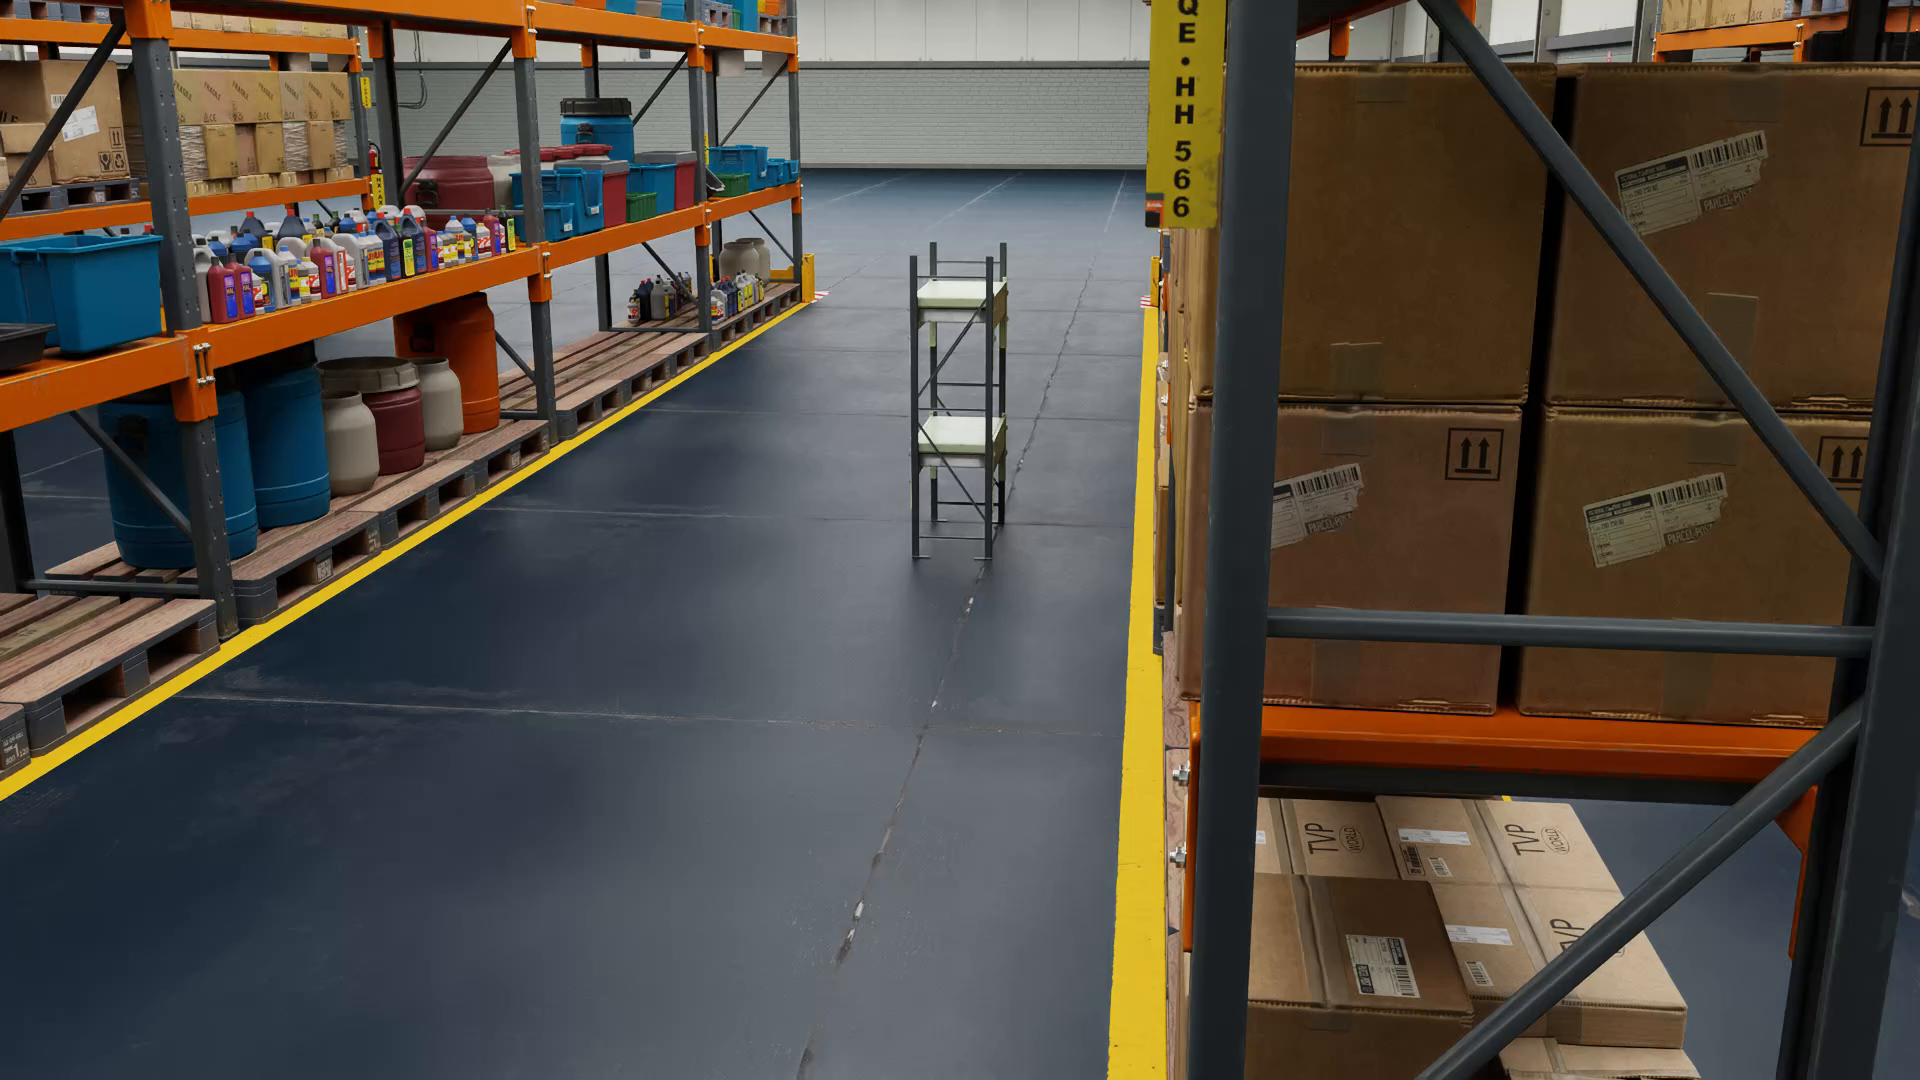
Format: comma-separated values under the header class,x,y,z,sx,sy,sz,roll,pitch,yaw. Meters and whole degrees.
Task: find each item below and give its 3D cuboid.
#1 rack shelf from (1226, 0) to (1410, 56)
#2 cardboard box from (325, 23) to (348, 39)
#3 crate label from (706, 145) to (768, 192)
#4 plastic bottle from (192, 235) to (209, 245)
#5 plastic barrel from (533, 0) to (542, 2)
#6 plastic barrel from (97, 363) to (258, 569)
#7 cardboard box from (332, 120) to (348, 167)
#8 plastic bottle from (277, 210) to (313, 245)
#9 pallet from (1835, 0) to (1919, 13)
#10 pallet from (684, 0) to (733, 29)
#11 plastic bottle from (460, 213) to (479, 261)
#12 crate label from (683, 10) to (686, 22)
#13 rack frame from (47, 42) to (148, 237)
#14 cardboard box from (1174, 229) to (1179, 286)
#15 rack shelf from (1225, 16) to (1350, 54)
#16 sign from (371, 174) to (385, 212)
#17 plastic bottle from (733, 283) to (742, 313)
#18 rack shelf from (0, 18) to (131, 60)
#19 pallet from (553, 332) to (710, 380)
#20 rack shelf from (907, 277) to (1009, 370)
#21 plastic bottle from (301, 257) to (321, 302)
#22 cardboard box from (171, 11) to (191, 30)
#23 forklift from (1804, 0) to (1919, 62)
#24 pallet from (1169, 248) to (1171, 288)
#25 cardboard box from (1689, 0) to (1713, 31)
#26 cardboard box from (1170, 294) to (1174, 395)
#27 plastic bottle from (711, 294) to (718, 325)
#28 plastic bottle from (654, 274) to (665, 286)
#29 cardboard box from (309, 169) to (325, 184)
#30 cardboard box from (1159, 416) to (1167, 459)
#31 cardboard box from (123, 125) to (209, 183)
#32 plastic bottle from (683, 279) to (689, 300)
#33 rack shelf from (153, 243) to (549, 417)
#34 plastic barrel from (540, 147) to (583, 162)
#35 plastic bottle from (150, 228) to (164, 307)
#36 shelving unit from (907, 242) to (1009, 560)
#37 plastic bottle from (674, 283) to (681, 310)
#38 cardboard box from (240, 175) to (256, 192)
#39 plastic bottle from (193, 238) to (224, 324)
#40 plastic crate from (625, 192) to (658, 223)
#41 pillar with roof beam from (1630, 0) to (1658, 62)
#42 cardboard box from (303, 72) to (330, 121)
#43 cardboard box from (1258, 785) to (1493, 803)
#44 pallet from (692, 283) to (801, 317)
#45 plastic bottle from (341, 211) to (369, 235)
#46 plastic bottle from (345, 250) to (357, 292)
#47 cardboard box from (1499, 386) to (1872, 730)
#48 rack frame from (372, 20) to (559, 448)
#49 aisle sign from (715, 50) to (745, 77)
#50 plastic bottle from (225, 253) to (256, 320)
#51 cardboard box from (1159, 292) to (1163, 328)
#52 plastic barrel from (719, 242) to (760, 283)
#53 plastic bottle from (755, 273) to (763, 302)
class,x,y,z,sx,sy,sz,roll,pitch,yaw
rack shelf,1.535,-2.517,7.856,1.077,0.370,4.000,2,15,6
cardboard box,-6.981,-5.546,17.966,0.500,0.250,0.500,2,15,8
crate label,-2.196,-3.689,16.489,0.502,0.435,0.616,2,15,6
plastic bottle,-3.775,-1.357,8.172,0.152,0.276,0.135,2,15,6
plastic barrel,-2.821,-3.656,10.474,0.421,0.512,0.421,0,15,0
plastic barrel,-3.533,-0.375,7.518,0.600,0.901,0.708,2,15,6
cardboard box,-7.268,-4.353,18.252,0.875,0.500,0.500,2,15,6
plastic bottle,-3.542,-1.585,8.872,0.144,0.351,0.185,2,15,6
pallet,6.845,-3.759,11.430,1.213,0.211,1.003,2,15,6
pallet,-2.724,-4.666,14.788,1.213,0.211,1.003,2,15,6
plastic bottle,-2.861,-1.763,9.681,0.097,0.271,0.097,0,15,0
crate label,-2.797,-5.057,16.157,0.502,0.251,0.408,2,15,6
rack frame,-7.630,-3.265,14.992,1.000,3.000,0.127,2,15,6
cardboard box,0.803,-0.914,4.187,0.500,0.500,0.500,2,15,8
rack shelf,1.987,-3.555,11.693,1.077,0.370,4.000,2,15,6
sign,-3.708,-2.175,10.647,0.100,0.325,0.005,2,15,6
plastic bottle,-2.124,-2.308,15.813,0.061,0.283,0.133,2,15,9
rack shelf,-7.856,-3.847,12.776,1.077,0.370,4.000,2,15,6
pallet,-2.759,-1.569,14.059,1.003,0.211,1.213,2,15,6
rack shelf,0.001,-1.102,8.371,0.431,0.370,0.720,2,15,6
plastic bottle,-3.077,-1.232,7.853,0.097,0.201,0.097,0,15,0
cardboard box,-7.325,-4.750,15.024,0.500,0.250,0.500,1,15,4
forklift,4.130,-1.111,7.157,1.130,2.935,3.031,7,17,24
pallet,1.546,-1.338,8.232,1.003,0.211,1.213,2,15,6
cardboard box,7.149,-5.019,15.499,0.500,0.500,0.500,2,15,9
cardboard box,0.927,-0.689,5.272,0.500,0.500,0.500,2,15,7
plastic bottle,-2.237,-2.085,15.009,0.097,0.271,0.097,0,15,0
plastic bottle,-2.864,-2.362,15.884,0.144,0.351,0.185,2,15,6
cardboard box,-7.055,-3.906,17.842,0.380,0.149,0.250,2,15,6
cardboard box,1.202,-0.298,7.963,0.500,0.500,0.500,2,15,7
cardboard box,-7.518,-3.572,15.365,0.875,0.500,0.500,2,15,6
plastic bottle,-2.783,-2.531,16.792,0.097,0.201,0.097,0,15,0
rack shelf,-3.386,-1.216,8.791,1.077,0.370,4.000,2,15,6
plastic barrel,-3.117,-2.753,12.837,0.433,0.535,0.433,0,15,0
plastic bottle,-3.690,-1.265,7.687,0.144,0.351,0.185,2,15,6
shelving unit,0.001,-0.726,8.473,0.431,1.500,0.755,2,15,6
plastic bottle,-2.736,-2.369,16.037,0.061,0.283,0.133,2,15,6
cardboard box,-7.190,-3.516,16.400,0.380,0.149,0.250,2,15,6
plastic bottle,-3.245,-1.113,7.126,0.144,0.351,0.185,2,15,6
plastic crate,-2.625,-2.557,12.779,0.450,0.188,0.662,2,15,6
pillar with roof beam,4.766,-8.237,21.885,9.100,9.000,0.400,2,15,6
cardboard box,-7.046,-4.698,17.611,0.500,0.500,0.500,2,15,6
cardboard box,1.103,0.582,4.702,0.797,0.503,0.637,2,15,6
pallet,-2.316,-2.579,17.796,1.003,0.211,1.213,2,15,6
plastic bottle,-3.582,-1.800,9.808,0.152,0.276,0.135,2,15,6
plastic bottle,-3.036,-1.327,8.204,0.097,0.201,0.097,0,15,0
cardboard box,1.170,-0.016,2.783,0.500,0.500,0.500,2,15,7
rack frame,-3.160,-2.082,10.616,1.000,3.000,0.127,2,15,6
aisle sign,-2.540,-5.439,18.050,0.394,0.787,0.004,2,15,6
plastic bottle,-3.131,-1.105,7.227,0.061,0.283,0.133,2,15,6
cardboard box,1.799,-1.755,12.795,0.500,0.311,0.500,1,15,4
plastic barrel,-2.312,-2.856,17.438,0.421,0.512,0.421,0,15,0
plastic bottle,-2.024,-2.538,16.663,0.061,0.283,0.133,2,15,8
